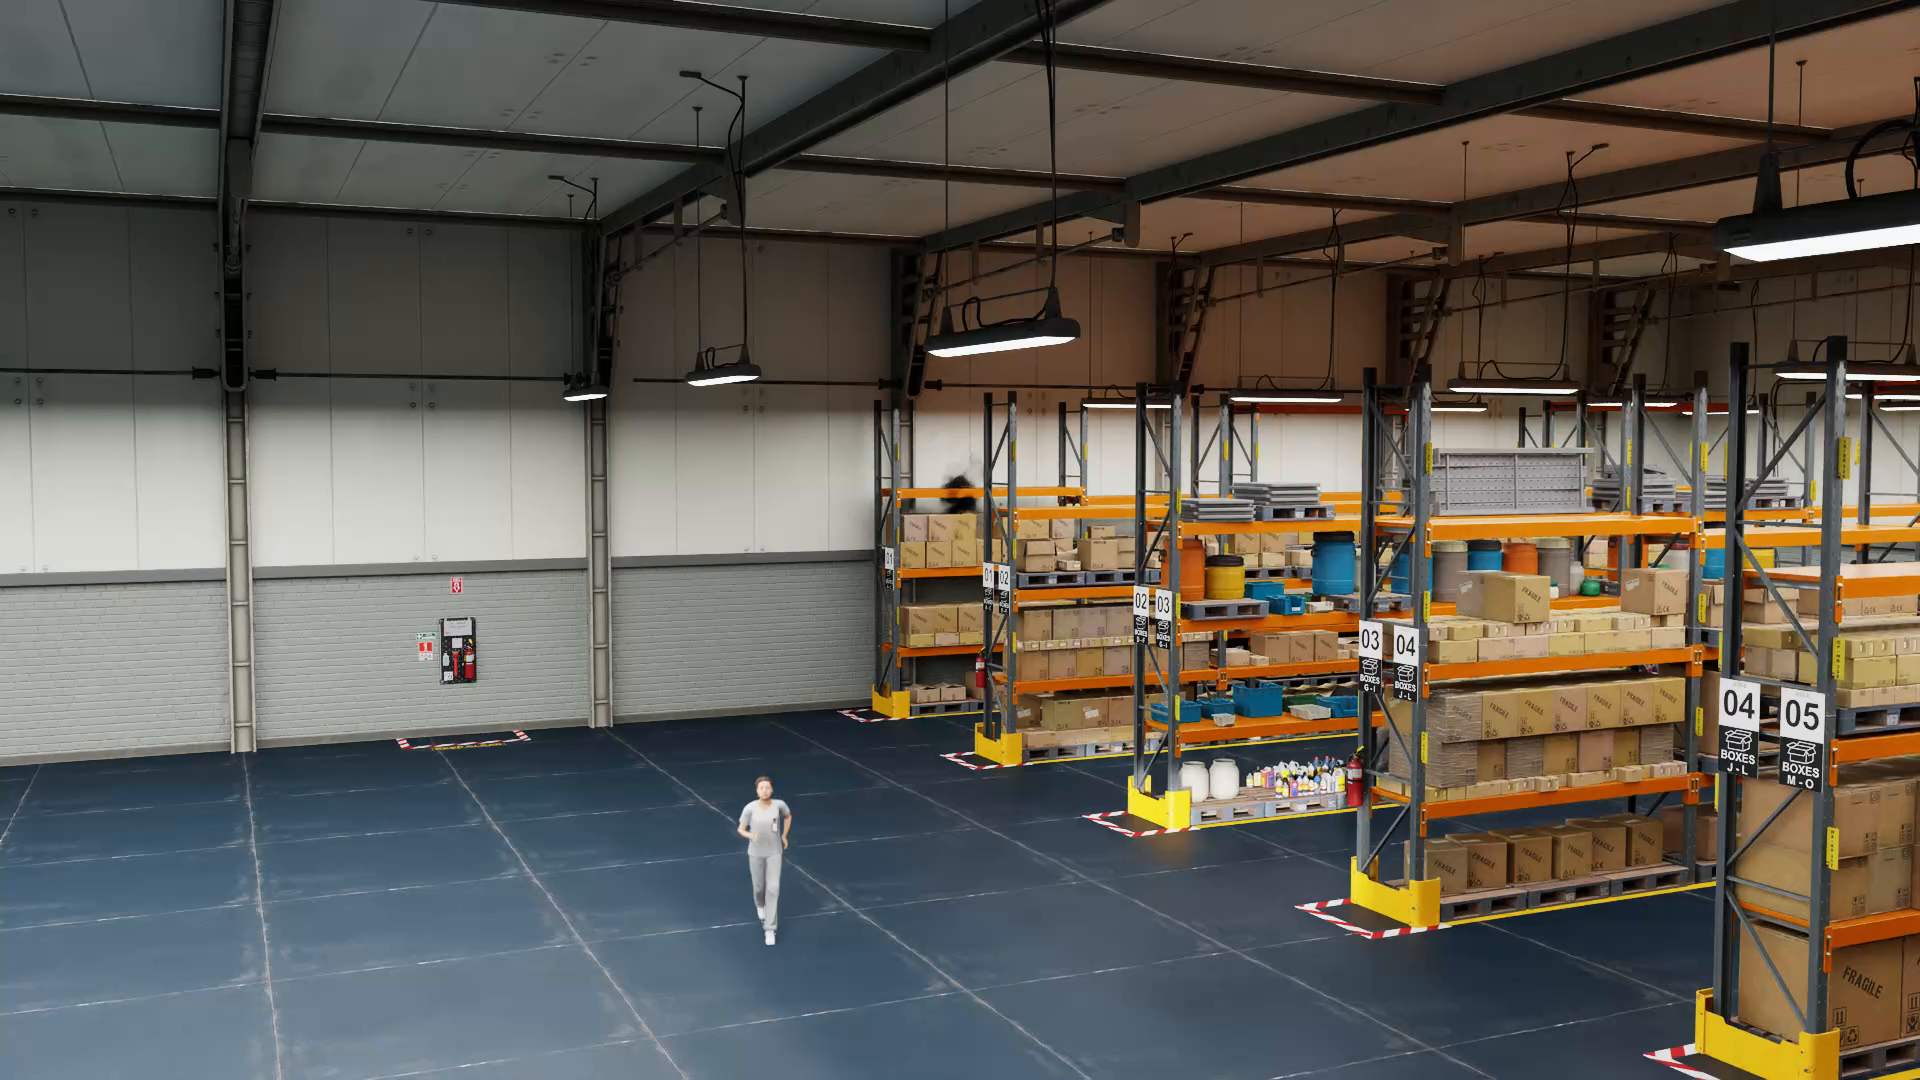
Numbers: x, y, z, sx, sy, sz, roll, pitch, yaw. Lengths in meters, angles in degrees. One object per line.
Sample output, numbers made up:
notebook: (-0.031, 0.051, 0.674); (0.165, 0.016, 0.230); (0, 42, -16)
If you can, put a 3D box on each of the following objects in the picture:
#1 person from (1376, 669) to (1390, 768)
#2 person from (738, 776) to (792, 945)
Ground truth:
person: (6.683, 2.817, 26.503); (0.547, 1.624, 0.586); (-2, 4, -37)
person: (-2.040, 3.299, 17.420); (0.569, 1.667, 0.954); (-1, 3, -9)
